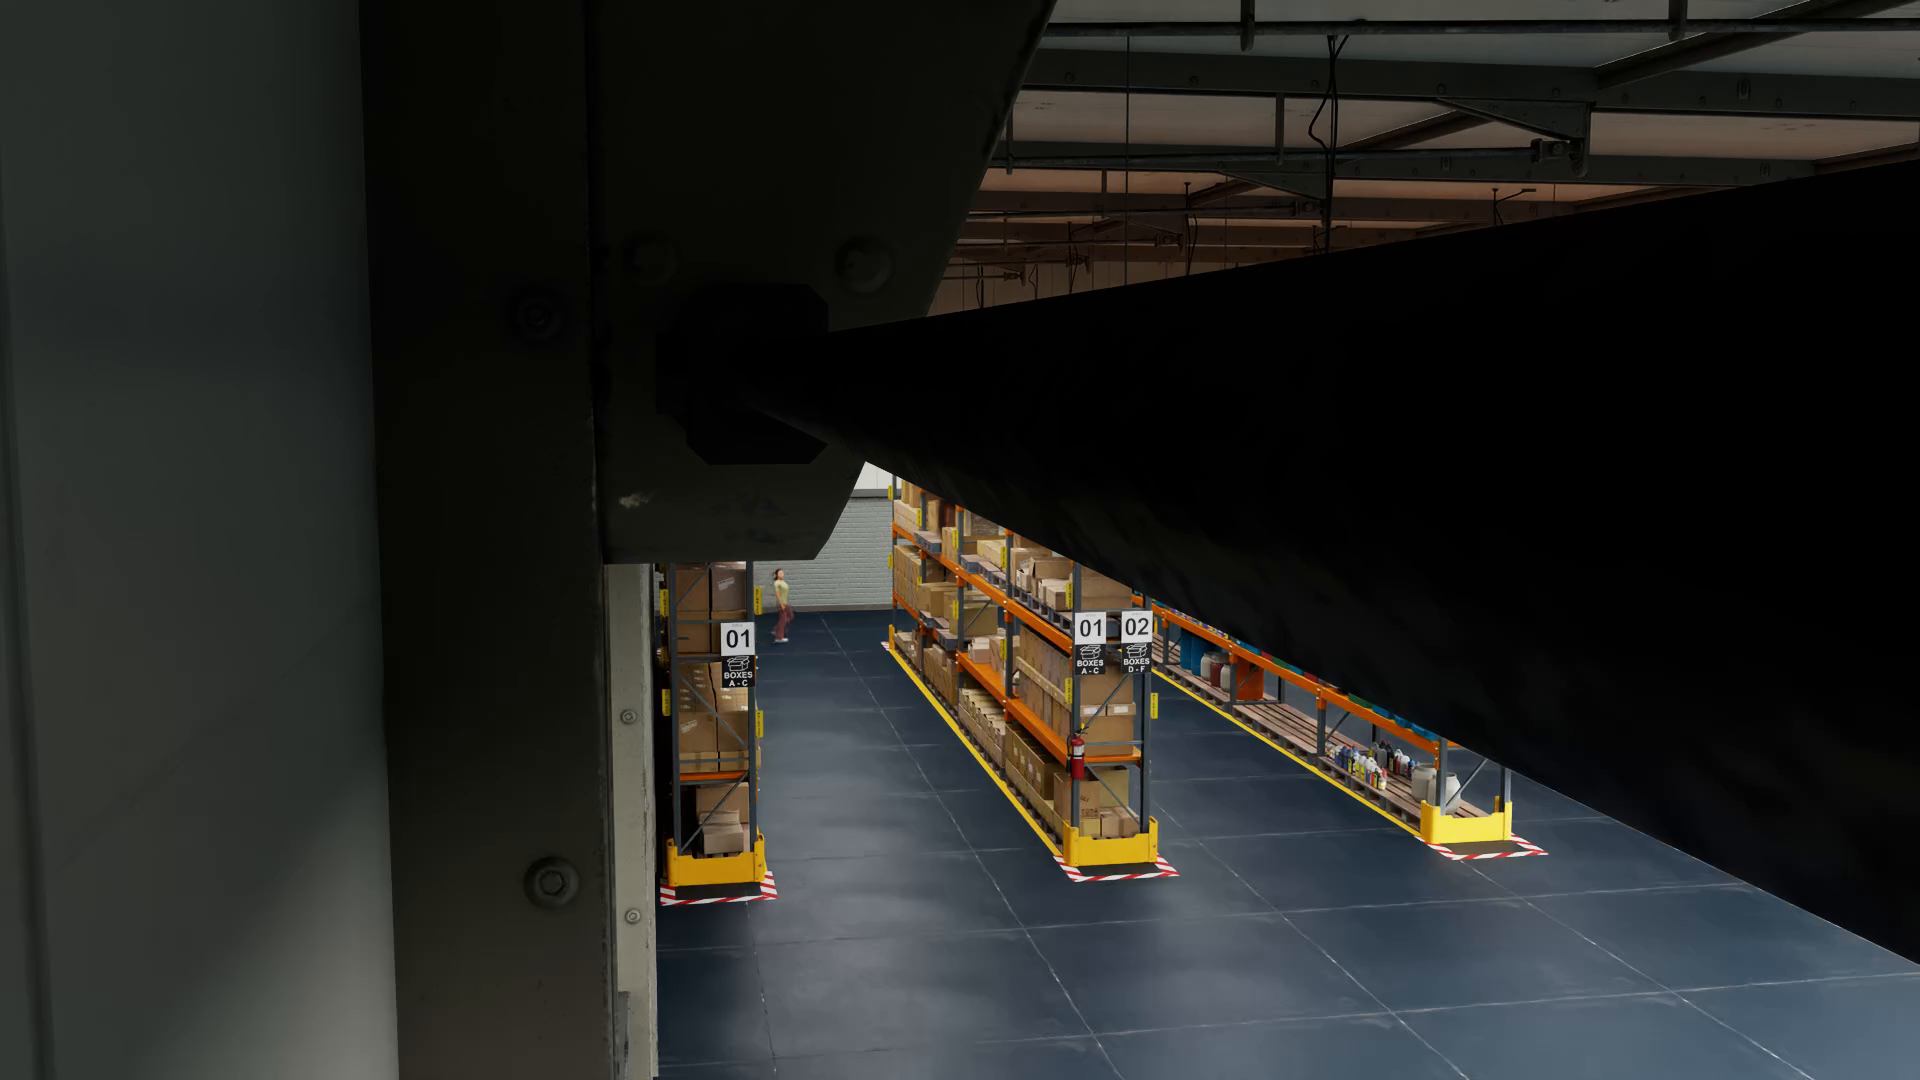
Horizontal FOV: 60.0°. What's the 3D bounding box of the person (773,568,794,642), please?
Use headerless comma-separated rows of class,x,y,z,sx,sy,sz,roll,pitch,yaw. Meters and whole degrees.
person,-3.954,1.459,37.258,0.470,1.655,0.480,0,6,-4
